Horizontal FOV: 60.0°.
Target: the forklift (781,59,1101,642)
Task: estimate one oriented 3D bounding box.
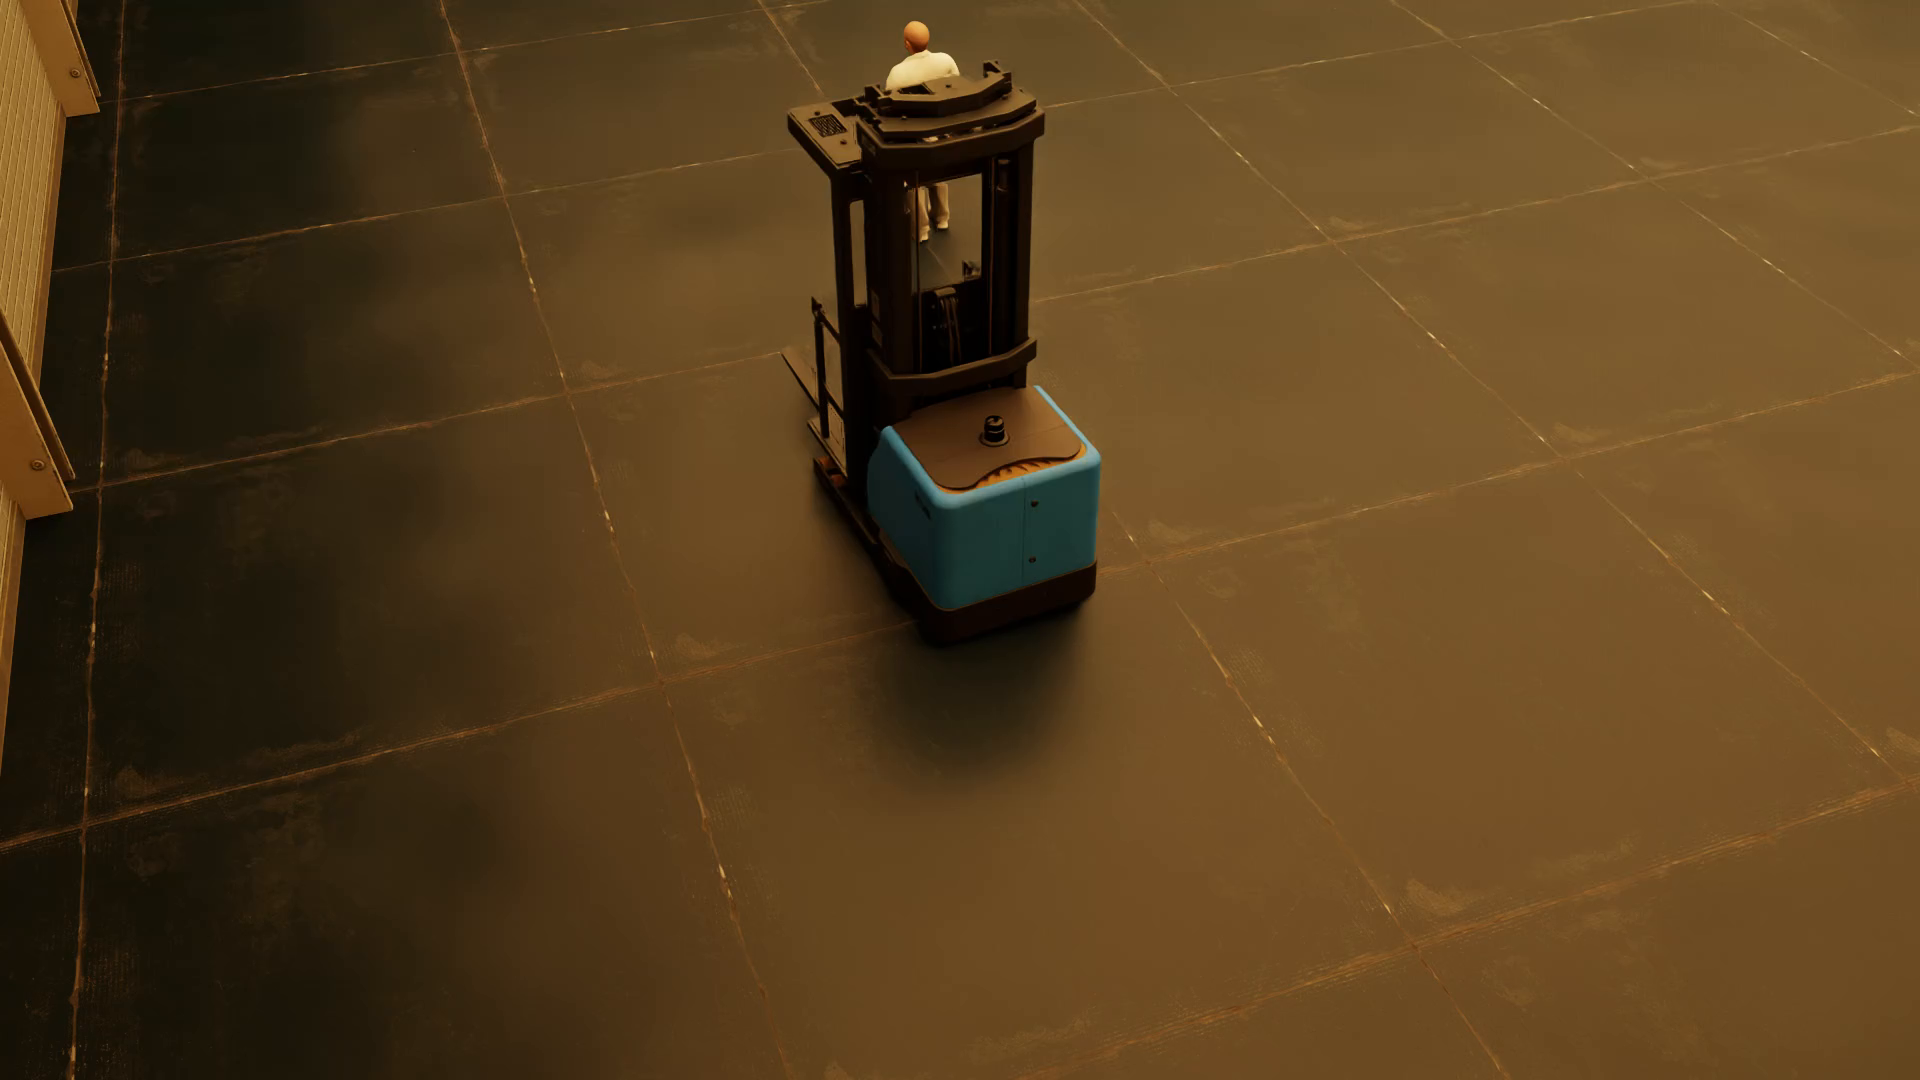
[{"bbox_3d":[-0.290,-1.489,9.770,1.130,2.935,3.031,-17,43,-19],"label":"forklift"}]

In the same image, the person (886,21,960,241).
[{"bbox_3d":[-0.345,-3.131,12.615,0.692,1.780,0.572,-17,43,-20],"label":"person"}]
